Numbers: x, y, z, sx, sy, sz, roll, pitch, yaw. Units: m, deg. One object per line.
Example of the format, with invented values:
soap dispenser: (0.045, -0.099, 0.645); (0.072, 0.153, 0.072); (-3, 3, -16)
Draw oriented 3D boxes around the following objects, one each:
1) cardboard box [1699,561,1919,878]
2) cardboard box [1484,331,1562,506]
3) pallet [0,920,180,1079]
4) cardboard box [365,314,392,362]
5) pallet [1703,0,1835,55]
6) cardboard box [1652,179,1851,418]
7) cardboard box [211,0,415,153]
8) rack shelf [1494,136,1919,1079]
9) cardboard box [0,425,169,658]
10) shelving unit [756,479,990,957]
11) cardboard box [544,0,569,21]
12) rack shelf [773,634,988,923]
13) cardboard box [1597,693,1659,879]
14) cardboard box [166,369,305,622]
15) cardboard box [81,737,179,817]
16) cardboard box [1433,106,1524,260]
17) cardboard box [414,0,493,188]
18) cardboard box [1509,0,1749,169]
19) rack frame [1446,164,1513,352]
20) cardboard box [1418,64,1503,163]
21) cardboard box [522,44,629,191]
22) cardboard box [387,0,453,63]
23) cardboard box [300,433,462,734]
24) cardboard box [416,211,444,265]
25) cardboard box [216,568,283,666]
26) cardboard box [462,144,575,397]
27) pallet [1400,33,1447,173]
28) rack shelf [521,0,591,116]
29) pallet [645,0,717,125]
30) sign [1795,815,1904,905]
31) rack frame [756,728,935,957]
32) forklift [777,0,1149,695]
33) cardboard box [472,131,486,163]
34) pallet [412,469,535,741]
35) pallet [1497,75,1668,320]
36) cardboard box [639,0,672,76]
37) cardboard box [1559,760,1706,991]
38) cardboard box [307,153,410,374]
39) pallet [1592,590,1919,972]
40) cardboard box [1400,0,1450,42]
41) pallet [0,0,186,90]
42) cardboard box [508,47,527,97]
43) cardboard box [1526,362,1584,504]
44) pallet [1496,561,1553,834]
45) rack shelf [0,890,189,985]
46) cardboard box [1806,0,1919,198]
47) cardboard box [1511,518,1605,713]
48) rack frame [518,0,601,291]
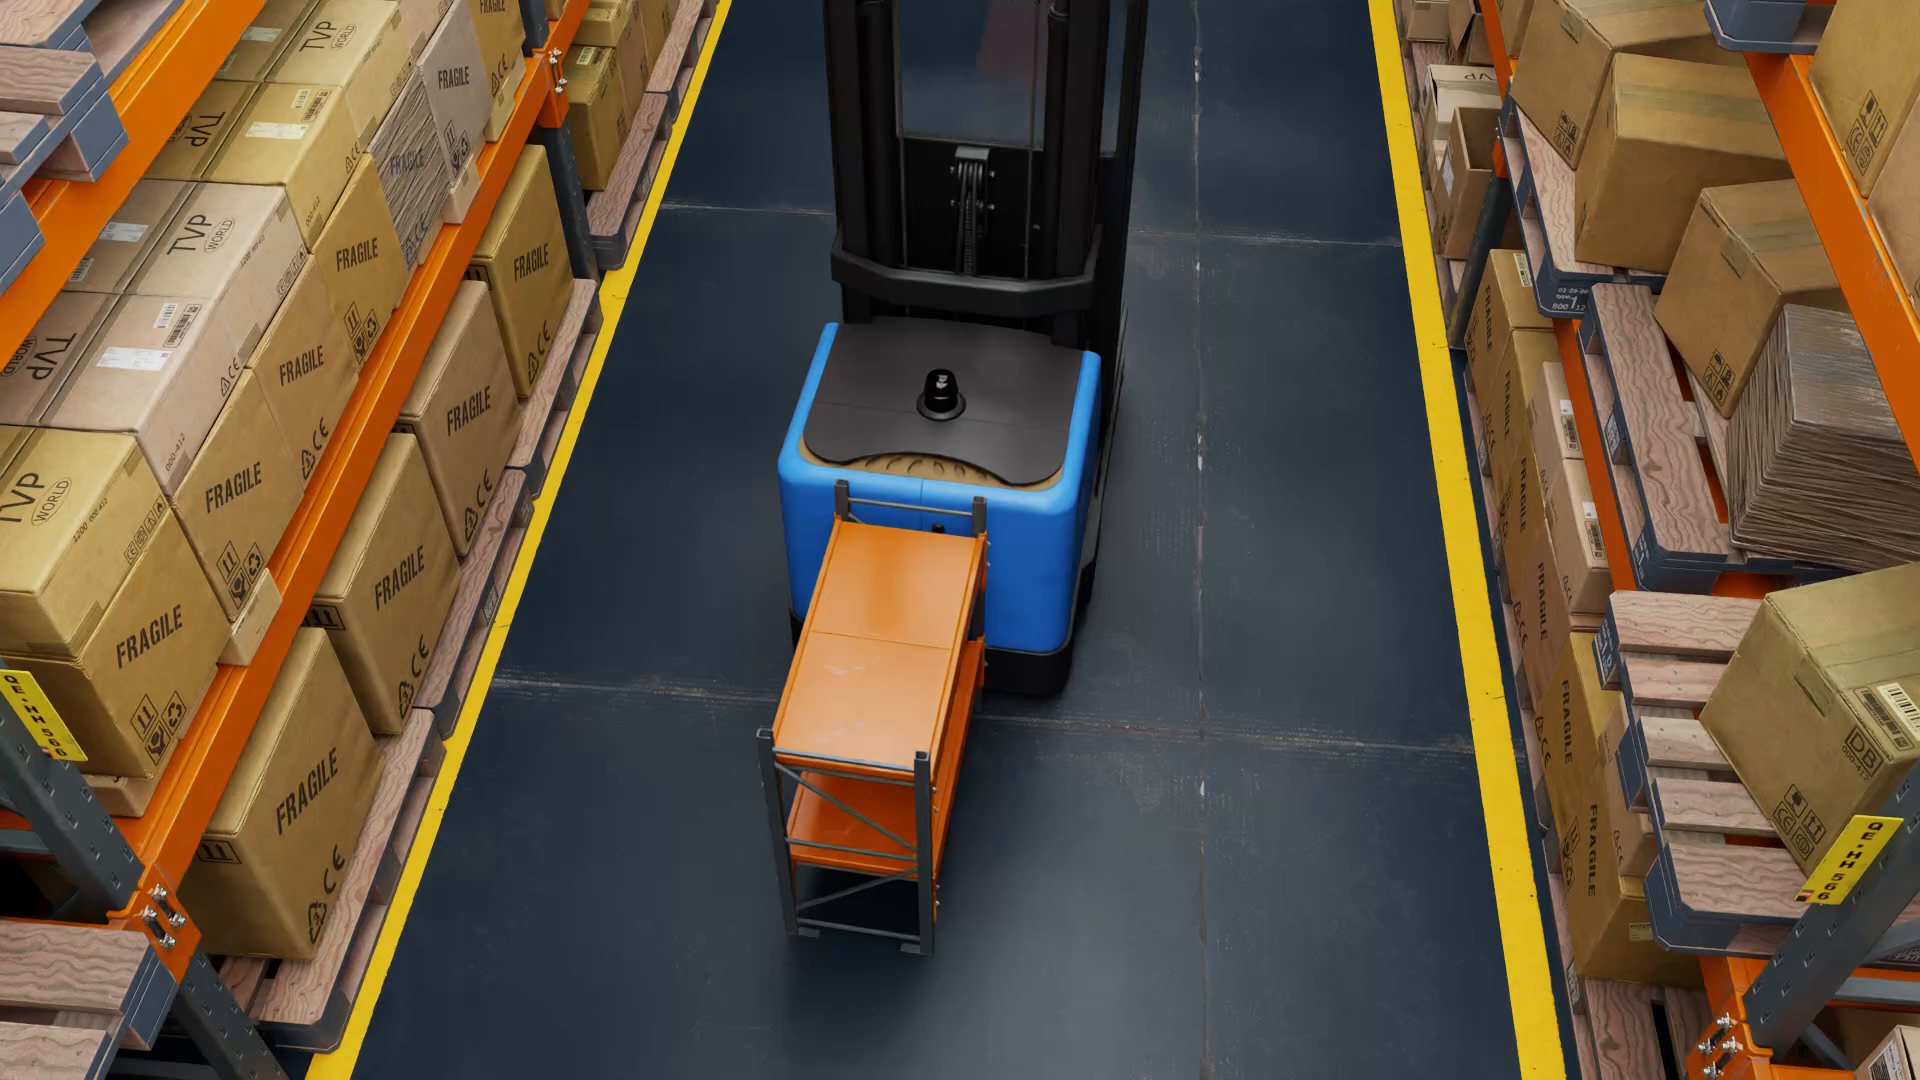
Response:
cardboard box: (2.308, 0.407, 4.019); (0.700, 0.500, 0.500); (-11, 48, -10)
cardboard box: (2.403, -0.460, 6.559); (0.500, 0.500, 0.500); (4, 48, 4)
pallet: (-2.529, 1.318, 3.668); (1.213, 0.211, 1.003); (4, 48, 4)
cardboard box: (-2.150, -0.746, 5.583); (0.380, 0.149, 0.250); (5, 48, 5)
pallet: (2.507, -1.599, 4.300); (1.213, 0.211, 1.003); (4, 48, 4)
cardboard box: (2.628, -0.760, 5.086); (0.700, 0.500, 0.500); (-7, 48, -6)
cardboard box: (-2.096, -1.501, 5.325); (0.500, 0.250, 0.500); (5, 48, 4)
rack shelf: (2.545, -0.174, 5.390); (1.077, 0.370, 4.000); (4, 48, 4)
cardboard box: (-2.269, -0.009, 3.960); (0.500, 0.250, 0.500); (5, 48, 4)
shelving unit: (-0.248, 0.590, 5.474); (0.538, 1.125, 1.048); (7, 48, 7)
cardboard box: (-2.140, -2.716, 7.024); (0.980, 0.700, 0.700); (5, 48, 4)
rack shelf: (-0.248, 0.755, 5.654); (0.538, 0.278, 1.000); (7, 48, 7)
cardboard box: (2.216, 0.750, 4.945); (0.500, 0.250, 0.500); (6, 48, 5)
cardboard box: (-2.214, -0.142, 4.591); (0.500, 0.500, 0.500); (5, 48, 5)
cardboard box: (-2.310, 0.574, 4.375); (0.380, 0.149, 0.250); (3, 48, 3)
cardboard box: (2.497, -1.629, 7.629); (0.500, 0.500, 0.500); (4, 48, 4)
cardboard box: (-2.033, -1.626, 5.948); (0.500, 0.500, 0.500); (4, 48, 4)
cardboard box: (2.462, -1.729, 5.972); (0.700, 0.500, 0.500); (-11, 48, -10)
rack frame: (2.728, -1.887, 6.469); (1.000, 3.000, 0.127); (4, 48, 4)
cardboard box: (2.566, -2.116, 8.203); (0.500, 0.311, 0.500); (4, 48, 4)
cardboard box: (-2.035, -2.058, 8.035); (0.700, 0.500, 0.500); (4, 48, 4)
cardboard box: (-2.050, -1.875, 5.667); (0.500, 0.250, 0.500); (5, 48, 4)
cardboard box: (-2.286, 0.131, 5.795); (0.750, 0.750, 0.750); (4, 48, 3)
cardboard box: (-2.076, -1.124, 5.928); (0.380, 0.149, 0.250); (4, 48, 4)
cardboard box: (-2.169, 0.200, 4.717); (0.380, 0.149, 0.250); (5, 48, 5)
cardboard box: (-2.135, -1.147, 6.964); (0.750, 0.750, 0.750); (4, 48, 4)
pallet: (2.900, -2.349, 8.781); (1.003, 0.211, 1.213); (4, 48, 4)
rack shelf: (-2.023, -3.444, 8.380); (1.077, 0.370, 4.000); (4, 48, 4)
pallet: (-1.950, -2.728, 9.128); (1.003, 0.211, 1.213); (4, 48, 4)
sign: (1.822, 0.659, 3.409); (0.100, 0.325, 0.005); (4, 48, 4)
rack frame: (-0.333, 0.960, 5.136); (0.500, 1.125, 0.032); (7, 48, 7)
forklift: (0.123, -1.520, 6.179); (1.130, 2.935, 3.031); (7, 48, 7)
cardboard box: (-2.023, -1.497, 6.269); (0.380, 0.149, 0.250); (5, 48, 5)
pallet: (-2.310, 0.195, 6.454); (1.003, 0.211, 1.213); (4, 48, 4)
pallet: (2.546, -1.242, 6.009); (1.003, 0.211, 1.213); (4, 48, 4)
cardboard box: (-1.937, -2.804, 8.717); (0.700, 0.500, 0.500); (5, 48, 4)
cardboard box: (2.215, 1.045, 5.183); (0.500, 0.500, 0.500); (6, 48, 5)
cardboard box: (-2.128, -0.890, 5.274); (0.500, 0.500, 0.500); (5, 48, 5)
pallet: (2.355, 0.615, 4.311); (1.213, 0.211, 1.003); (4, 48, 4)
cardboard box: (2.669, -2.931, 8.989); (0.500, 0.250, 0.500); (4, 48, 4)
pallet: (-2.465, -1.525, 4.233); (1.003, 0.211, 1.213); (6, 48, 5)
cardboard box: (-1.955, -1.871, 6.612); (0.380, 0.149, 0.250); (4, 48, 4)
cardboard box: (2.350, -0.371, 5.970); (0.500, 0.250, 0.500); (4, 48, 4)
pallet: (2.583, 0.554, 6.126); (1.003, 0.211, 1.213); (4, 48, 4)
rack shelf: (-2.753, 2.435, 3.004); (1.077, 0.370, 4.000); (4, 48, 4)
cardboard box: (2.463, -1.073, 3.624); (0.910, 0.500, 0.500); (4, 48, 4)
cardboard box: (2.304, 0.279, 5.884); (0.500, 0.500, 0.500); (2, 48, 2)
rack frame: (-2.206, -2.217, 6.771); (1.000, 3.000, 0.127); (4, 48, 4)
